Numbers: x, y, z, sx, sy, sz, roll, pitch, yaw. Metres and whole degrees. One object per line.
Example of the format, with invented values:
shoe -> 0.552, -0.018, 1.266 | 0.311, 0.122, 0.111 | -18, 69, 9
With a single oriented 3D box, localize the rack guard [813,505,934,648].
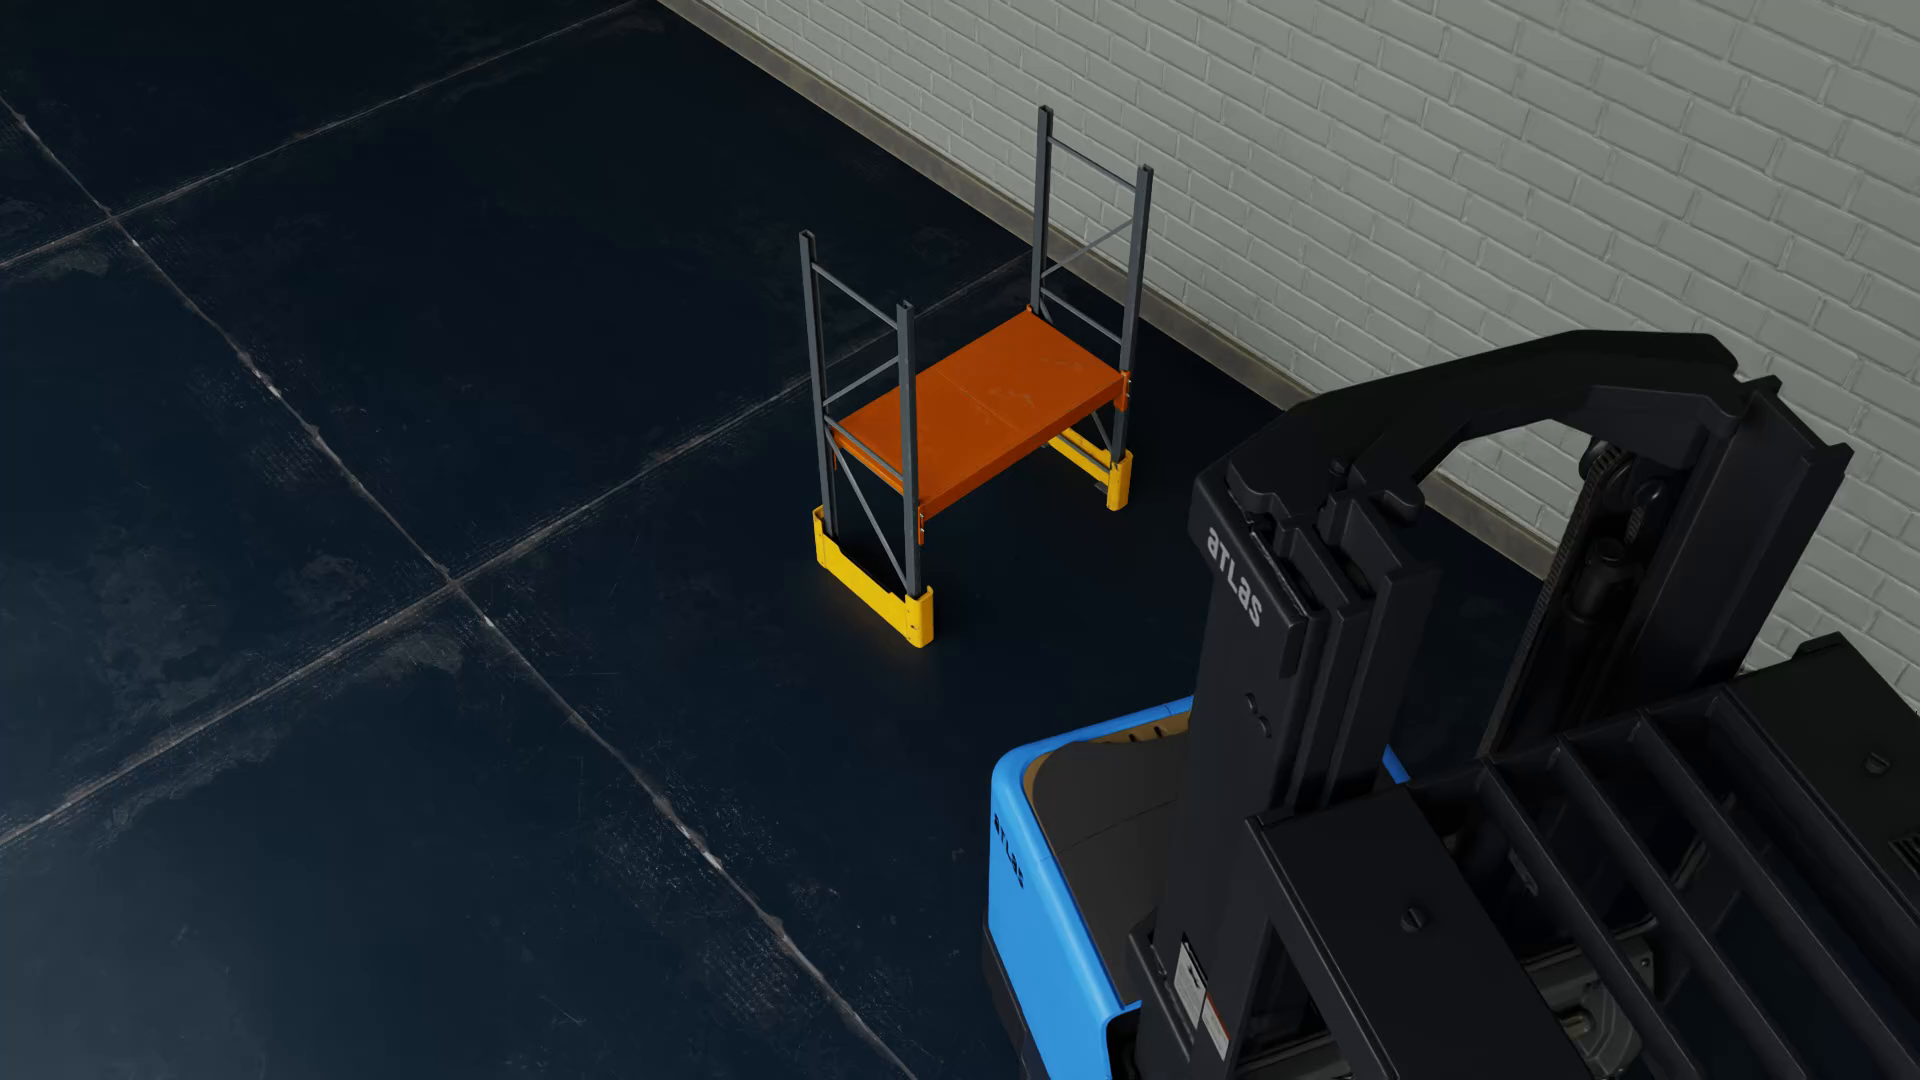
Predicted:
rack guard -> -0.312, 0.124, 5.966 | 0.087, 0.250, 0.587 | -34, 56, -27

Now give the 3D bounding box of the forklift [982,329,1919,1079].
forklift -> 1.037, 1.190, 3.158 | 1.130, 2.935, 3.031 | -15, 49, -13

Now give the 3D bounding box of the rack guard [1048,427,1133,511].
rack guard -> 0.425, -0.369, 6.420 | 0.087, 0.250, 0.587 | -34, 56, -27

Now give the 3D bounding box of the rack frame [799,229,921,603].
rack frame -> -0.313, -0.299, 5.506 | 0.032, 1.500, 0.500 | -34, 56, -27

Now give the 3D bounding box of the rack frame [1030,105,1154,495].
rack frame -> 0.439, -0.802, 5.970 | 0.032, 1.500, 0.500 | -34, 56, -27

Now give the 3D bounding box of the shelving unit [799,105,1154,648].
shelving unit -> 0.056, -0.546, 5.734 | 1.083, 1.500, 0.587 | -34, 56, -27

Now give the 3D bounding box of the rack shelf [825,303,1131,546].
rack shelf -> 0.063, -0.429, 5.870 | 1.000, 0.185, 0.538 | -34, 56, -27
